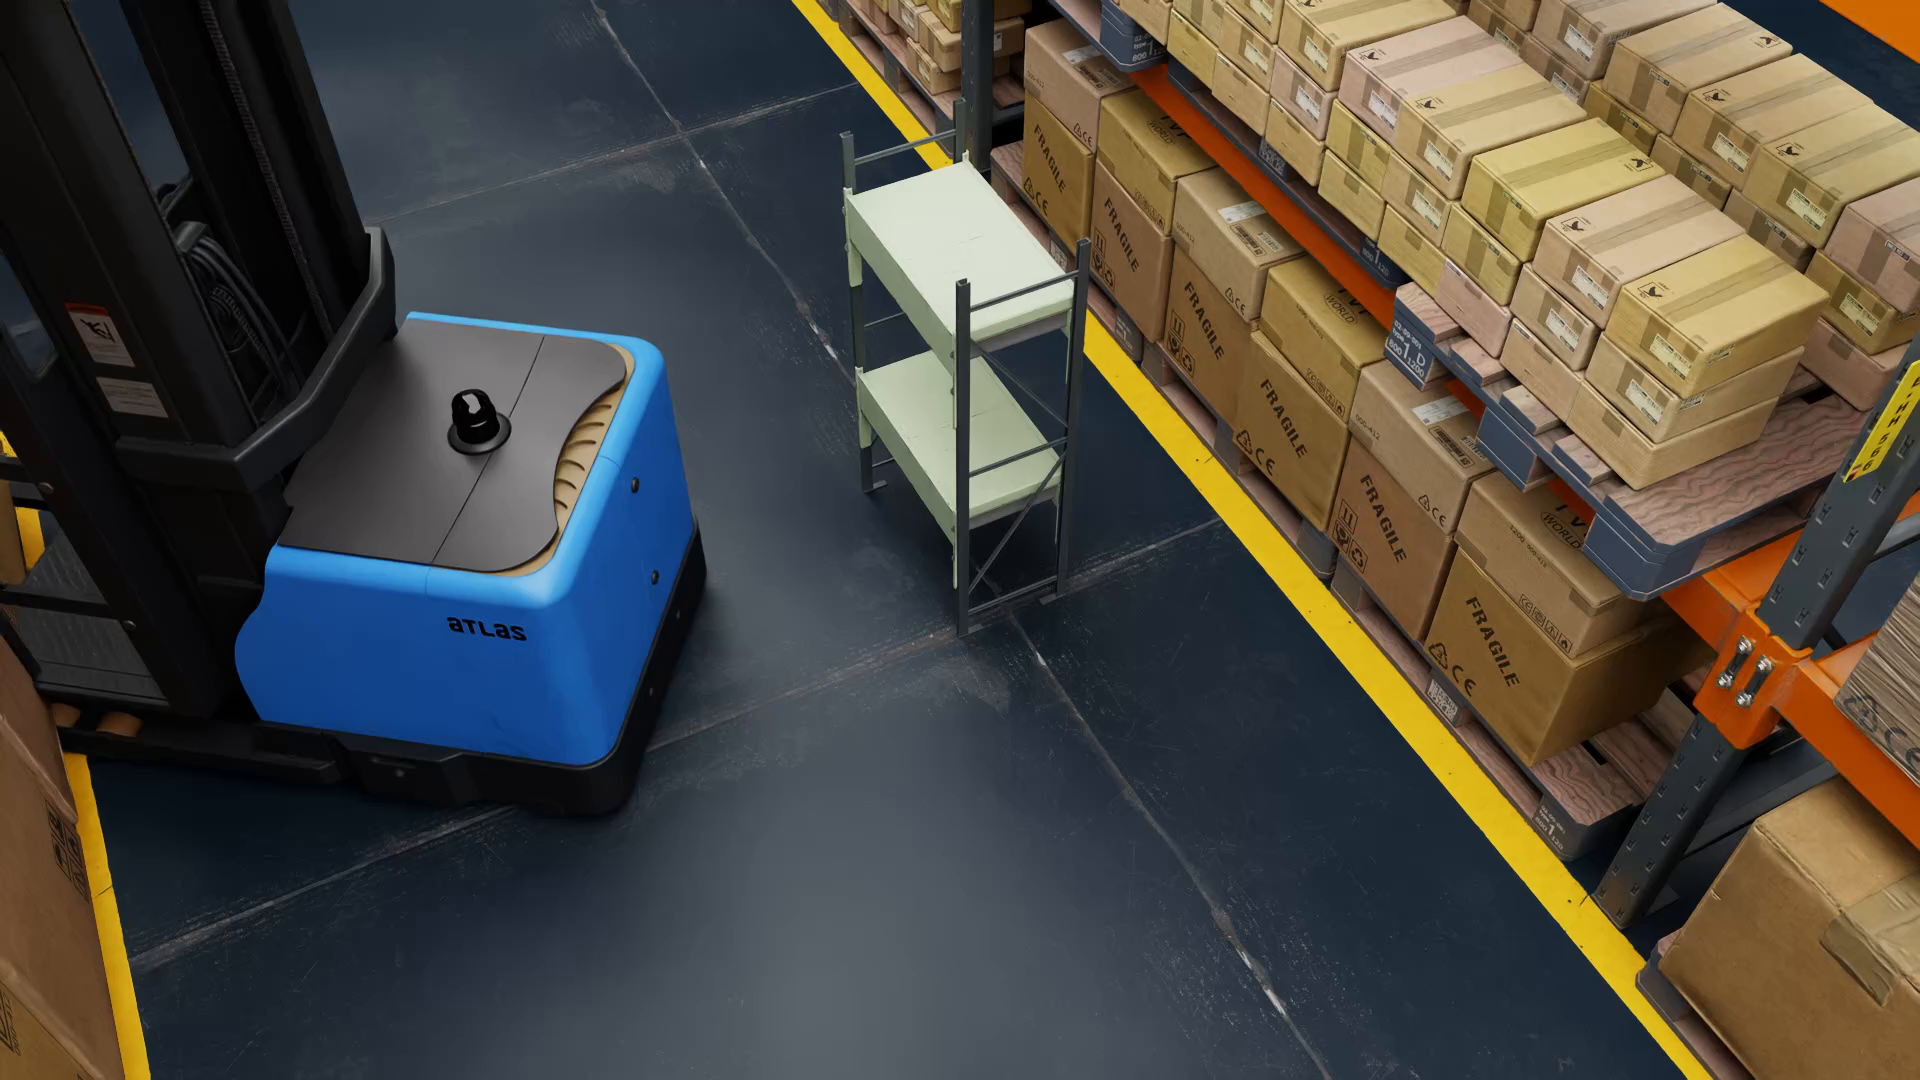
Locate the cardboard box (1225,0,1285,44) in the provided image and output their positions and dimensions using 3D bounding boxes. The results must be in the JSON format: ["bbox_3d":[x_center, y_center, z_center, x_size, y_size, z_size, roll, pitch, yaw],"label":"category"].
[{"bbox_3d":[0.966,-1.540,4.597,0.380,0.149,0.250,-20,52,-16],"label":"cardboard box"}]

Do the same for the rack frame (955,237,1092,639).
[{"bbox_3d":[0.171,-0.244,4.967,0.400,1.500,0.023,-21,52,-18],"label":"rack frame"}]

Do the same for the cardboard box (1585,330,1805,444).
[{"bbox_3d":[1.675,-0.405,3.802,0.380,0.149,0.250,-20,52,-17],"label":"cardboard box"}]

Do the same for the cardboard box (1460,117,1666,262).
[{"bbox_3d":[1.441,-0.843,3.987,0.380,0.149,0.250,-20,52,-16],"label":"cardboard box"}]

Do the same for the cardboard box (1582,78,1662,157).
[{"bbox_3d":[1.897,-1.151,4.454,0.380,0.149,0.250,-21,52,-17],"label":"cardboard box"}]

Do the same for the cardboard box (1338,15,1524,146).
[{"bbox_3d":[1.211,-1.184,4.285,0.380,0.149,0.250,-21,52,-18],"label":"cardboard box"}]

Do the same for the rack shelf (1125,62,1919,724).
[{"bbox_3d":[1.391,-1.179,5.267,1.077,0.370,4.000,-21,52,-18],"label":"rack shelf"}]

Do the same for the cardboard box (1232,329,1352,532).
[{"bbox_3d":[1.282,-0.440,5.524,0.500,0.500,0.500,-23,53,-19],"label":"cardboard box"}]

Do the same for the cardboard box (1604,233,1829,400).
[{"bbox_3d":[1.674,-0.499,3.686,0.380,0.149,0.250,-23,53,-19],"label":"cardboard box"}]

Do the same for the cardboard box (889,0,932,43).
[{"bbox_3d":[-0.086,-2.330,7.213,0.380,0.149,0.250,-23,53,-19],"label":"cardboard box"}]

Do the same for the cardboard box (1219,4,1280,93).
[{"bbox_3d":[0.964,-1.440,4.707,0.380,0.149,0.250,-22,52,-18],"label":"cardboard box"}]

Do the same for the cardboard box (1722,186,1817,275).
[{"bbox_3d":[2.137,-0.804,4.151,0.380,0.149,0.250,-19,51,-16],"label":"cardboard box"}]

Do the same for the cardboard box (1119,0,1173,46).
[{"bbox_3d":[0.721,-1.697,5.130,0.380,0.149,0.250,-23,53,-19],"label":"cardboard box"}]

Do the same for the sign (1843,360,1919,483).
[{"bbox_3d":[1.828,-0.239,3.250,0.100,0.325,0.005,-21,52,-18],"label":"sign"}]

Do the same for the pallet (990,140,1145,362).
[{"bbox_3d":[0.833,-1.316,6.761,1.003,0.211,1.213,-21,52,-18],"label":"pallet"}]

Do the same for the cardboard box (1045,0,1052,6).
[{"bbox_3d":[0.502,-2.452,7.122,0.380,0.149,0.250,-19,52,-16],"label":"cardboard box"}]

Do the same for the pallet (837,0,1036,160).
[{"bbox_3d":[0.137,-2.274,7.599,1.003,0.211,1.213,-21,52,-18],"label":"pallet"}]

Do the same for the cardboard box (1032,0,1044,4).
[{"bbox_3d":[0.399,-2.544,7.399,0.380,0.149,0.250,-21,52,-17],"label":"cardboard box"}]

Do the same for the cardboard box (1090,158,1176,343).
[{"bbox_3d":[0.821,-1.131,6.128,0.500,0.500,0.500,-19,52,-16],"label":"cardboard box"}]

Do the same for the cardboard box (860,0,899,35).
[{"bbox_3d":[-0.230,-2.457,7.521,0.380,0.149,0.250,-23,53,-19],"label":"cardboard box"}]

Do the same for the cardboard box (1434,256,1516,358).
[{"bbox_3d":[1.441,-0.644,4.208,0.380,0.149,0.250,-20,52,-17],"label":"cardboard box"}]

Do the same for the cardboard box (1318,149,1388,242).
[{"bbox_3d":[1.206,-0.991,4.512,0.380,0.149,0.250,-23,53,-19],"label":"cardboard box"}]

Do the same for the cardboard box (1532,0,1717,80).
[{"bbox_3d":[1.787,-1.407,4.481,0.380,0.149,0.250,-19,51,-16],"label":"cardboard box"}]

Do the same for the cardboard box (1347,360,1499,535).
[{"bbox_3d":[1.519,-0.341,4.939,0.500,0.250,0.500,-20,52,-17],"label":"cardboard box"}]

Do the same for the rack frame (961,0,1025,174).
[{"bbox_3d":[0.476,-2.755,6.166,1.000,3.000,0.127,-21,52,-18],"label":"rack frame"}]

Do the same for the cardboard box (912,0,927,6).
[{"bbox_3d":[-0.071,-2.456,7.125,0.380,0.149,0.250,-21,52,-17],"label":"cardboard box"}]

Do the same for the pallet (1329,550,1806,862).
[{"bbox_3d":[1.950,0.317,5.332,1.003,0.211,1.213,-21,52,-18],"label":"pallet"}]

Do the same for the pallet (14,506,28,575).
[{"bbox_3d":[-3.561,0.295,5.352,1.003,0.211,1.213,-21,52,-18],"label":"pallet"}]

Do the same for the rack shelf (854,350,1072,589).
[{"bbox_3d":[0.003,-0.275,5.427,0.431,0.370,0.720,-21,52,-18],"label":"rack shelf"}]

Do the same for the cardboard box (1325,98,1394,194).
[{"bbox_3d":[1.203,-1.093,4.404,0.380,0.149,0.250,-21,52,-18],"label":"cardboard box"}]

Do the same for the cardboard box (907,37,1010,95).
[{"bbox_3d":[-0.007,-2.099,7.208,0.380,0.149,0.250,-21,52,-17],"label":"cardboard box"}]

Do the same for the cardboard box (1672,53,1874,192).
[{"bbox_3d":[2.033,-1.050,4.168,0.380,0.149,0.250,-21,52,-18],"label":"cardboard box"}]

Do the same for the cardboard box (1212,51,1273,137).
[{"bbox_3d":[0.962,-1.346,4.823,0.380,0.149,0.250,-23,53,-19],"label":"cardboard box"}]

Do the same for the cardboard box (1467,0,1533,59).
[{"bbox_3d":[1.673,-1.485,4.746,0.380,0.149,0.250,-22,52,-18],"label":"cardboard box"}]

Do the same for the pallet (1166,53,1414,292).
[{"bbox_3d":[1.364,-1.325,5.044,1.003,0.211,1.213,-21,52,-18],"label":"pallet"}]

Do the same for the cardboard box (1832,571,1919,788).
[{"bbox_3d":[2.271,0.283,3.443,0.500,0.500,0.500,-21,52,-17],"label":"cardboard box"}]

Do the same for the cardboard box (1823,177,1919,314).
[{"bbox_3d":[2.265,-0.708,3.869,0.380,0.149,0.250,-21,52,-17],"label":"cardboard box"}]

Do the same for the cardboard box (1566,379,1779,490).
[{"bbox_3d":[1.672,-0.305,3.912,0.380,0.149,0.250,-20,52,-17],"label":"cardboard box"}]

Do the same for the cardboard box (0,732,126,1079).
[{"bbox_3d":[-2.849,1.056,3.966,1.225,0.875,0.875,-21,52,-17],"label":"cardboard box"}]

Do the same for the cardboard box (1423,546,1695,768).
[{"bbox_3d":[1.772,0.257,4.914,0.500,0.500,0.500,-21,52,-18],"label":"cardboard box"}]

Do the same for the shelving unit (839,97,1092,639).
[{"bbox_3d":[0.003,-0.489,5.182,0.431,1.500,0.755,-21,52,-18],"label":"shelving unit"}]

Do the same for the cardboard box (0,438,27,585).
[{"bbox_3d":[-3.670,-0.131,5.004,1.225,0.875,0.875,-21,52,-17],"label":"cardboard box"}]

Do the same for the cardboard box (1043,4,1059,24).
[{"bbox_3d":[0.595,-2.309,7.391,0.380,0.149,0.250,-23,53,-19],"label":"cardboard box"}]

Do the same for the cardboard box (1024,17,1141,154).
[{"bbox_3d":[0.579,-1.731,6.155,0.500,0.250,0.500,-23,53,-19],"label":"cardboard box"}]

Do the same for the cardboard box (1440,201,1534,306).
[{"bbox_3d":[1.429,-0.758,4.110,0.380,0.149,0.250,-20,52,-17],"label":"cardboard box"}]

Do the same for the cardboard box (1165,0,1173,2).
[{"bbox_3d":[0.731,-1.787,5.011,0.380,0.149,0.250,-19,52,-16],"label":"cardboard box"}]

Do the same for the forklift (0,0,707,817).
[{"bbox_3d":[-2.411,-0.668,4.387,3.031,2.935,1.130,7,49,6],"label":"forklift"}]

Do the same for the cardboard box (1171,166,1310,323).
[{"bbox_3d":[1.054,-1.033,5.544,0.500,0.250,0.500,-19,52,-16],"label":"cardboard box"}]
